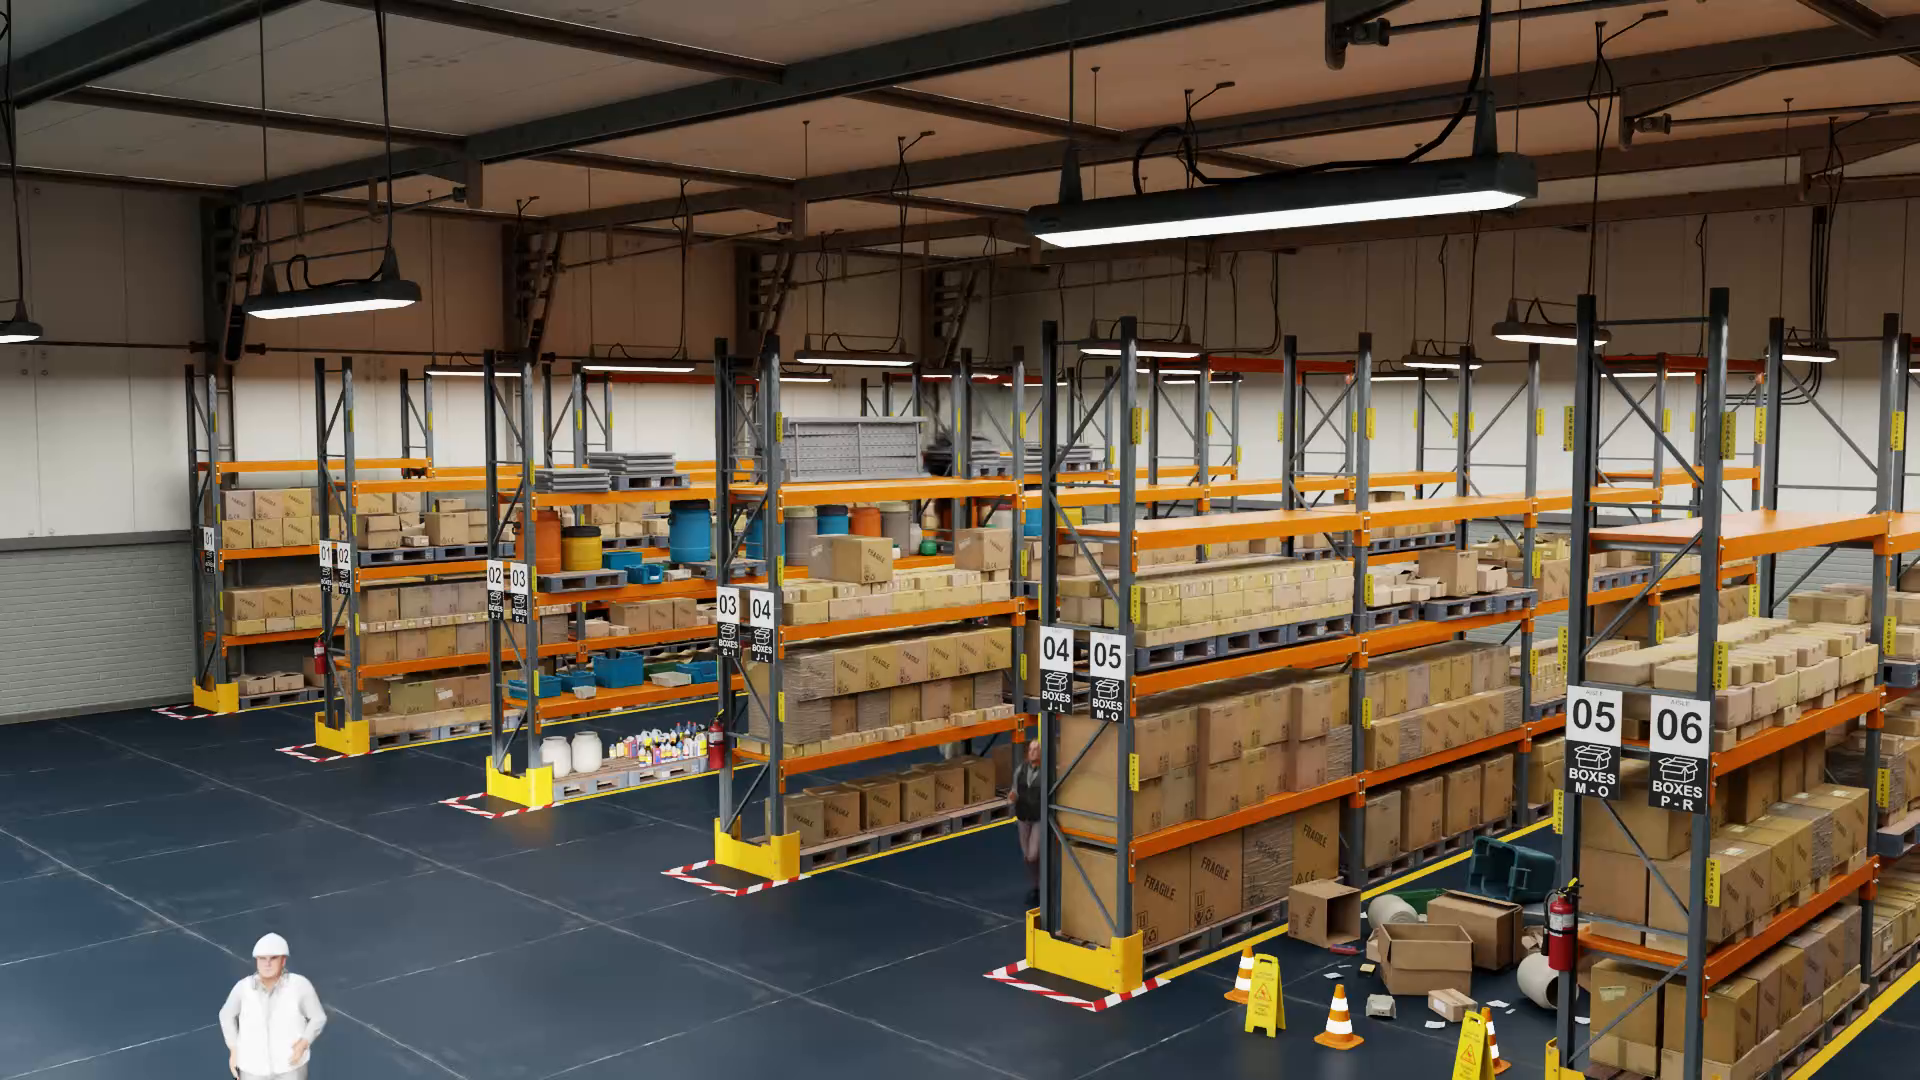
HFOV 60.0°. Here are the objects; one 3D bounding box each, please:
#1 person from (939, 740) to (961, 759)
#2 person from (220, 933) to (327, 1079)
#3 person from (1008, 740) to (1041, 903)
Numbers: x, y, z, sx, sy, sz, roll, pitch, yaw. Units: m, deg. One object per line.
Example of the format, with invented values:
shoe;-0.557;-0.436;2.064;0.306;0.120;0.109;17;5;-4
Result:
person;-0.048;2.515;23.080;0.660;1.755;0.772;3;5;35
person;-4.508;3.454;10.920;0.667;1.739;0.601;-2;5;-19
person;0.781;2.974;17.514;0.642;1.717;0.647;3;5;34
